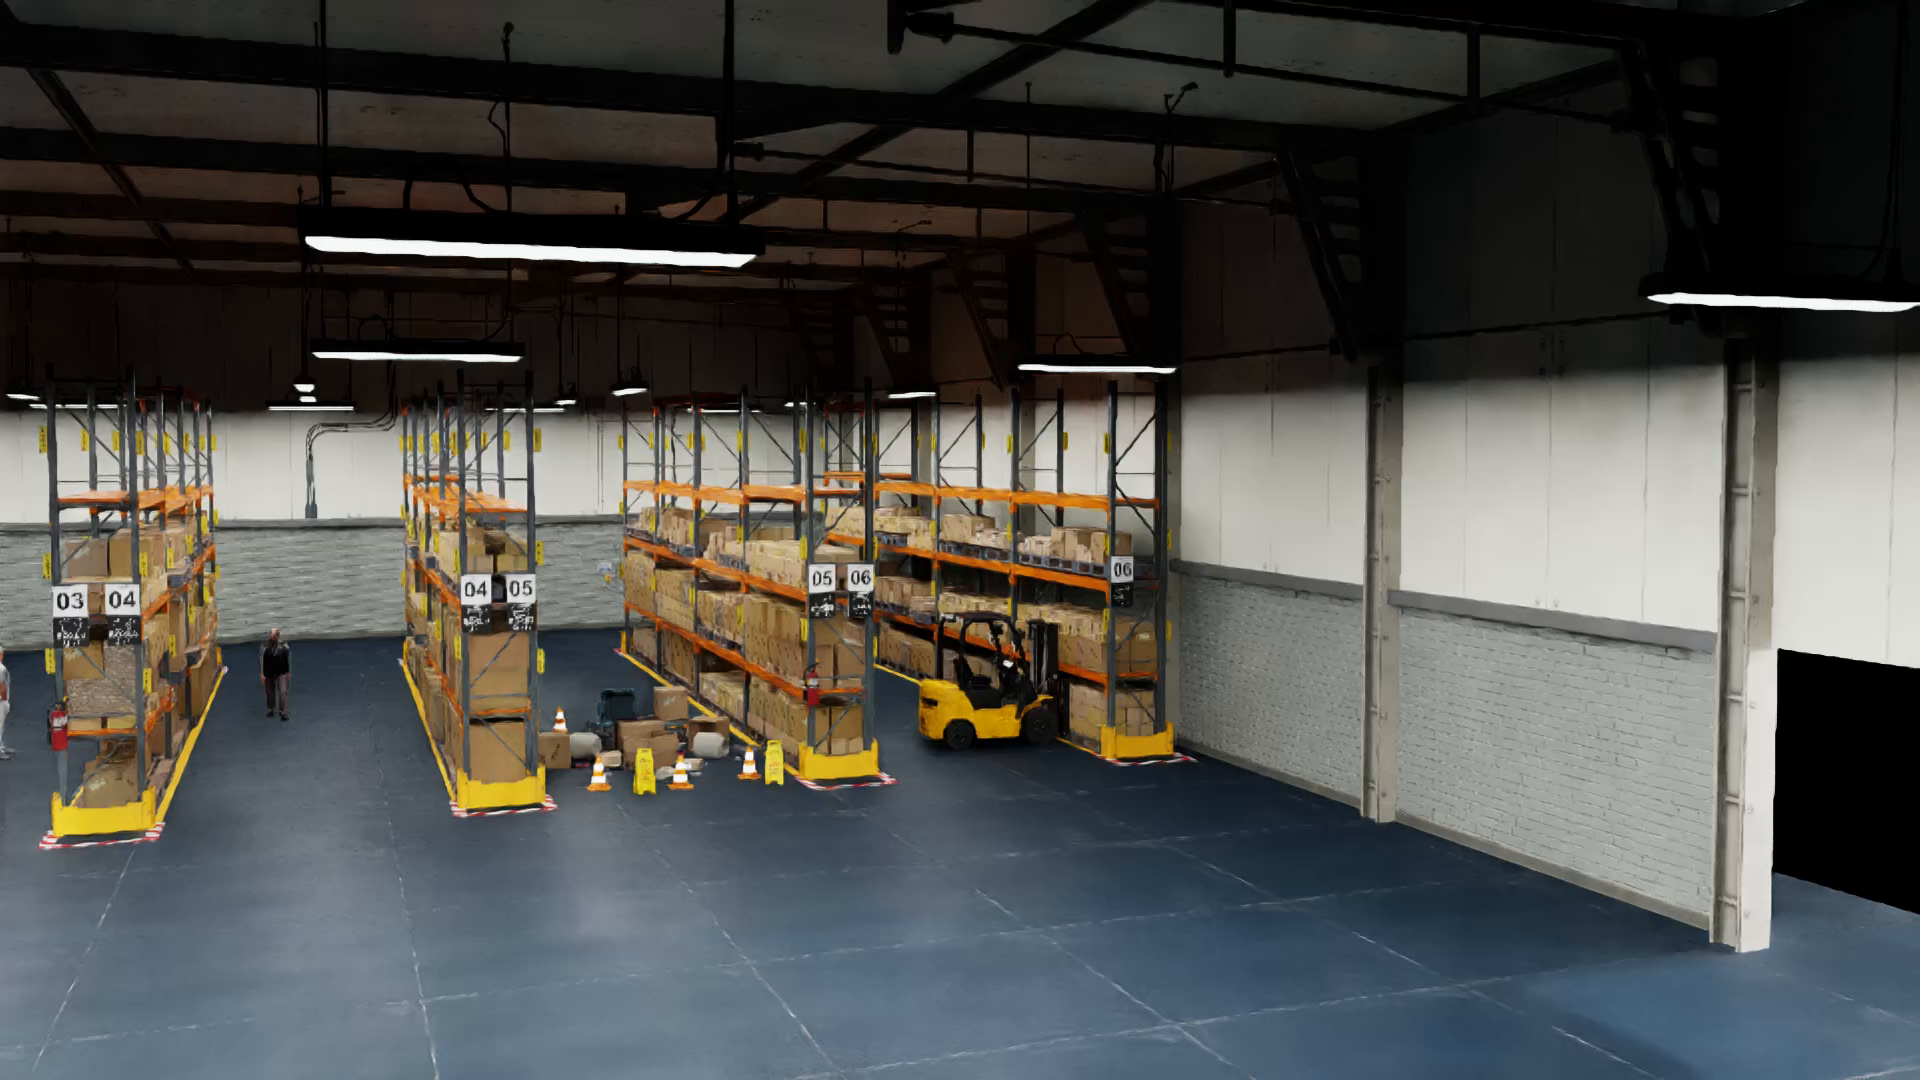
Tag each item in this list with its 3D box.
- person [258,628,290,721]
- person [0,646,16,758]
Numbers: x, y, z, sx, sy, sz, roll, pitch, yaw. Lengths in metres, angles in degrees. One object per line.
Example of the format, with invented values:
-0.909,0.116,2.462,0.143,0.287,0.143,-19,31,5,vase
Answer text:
-12.365,2.408,29.989,0.546,1.643,1.105,-1,4,-23,person
-15.235,2.546,26.420,0.605,1.789,0.451,3,4,40,person
